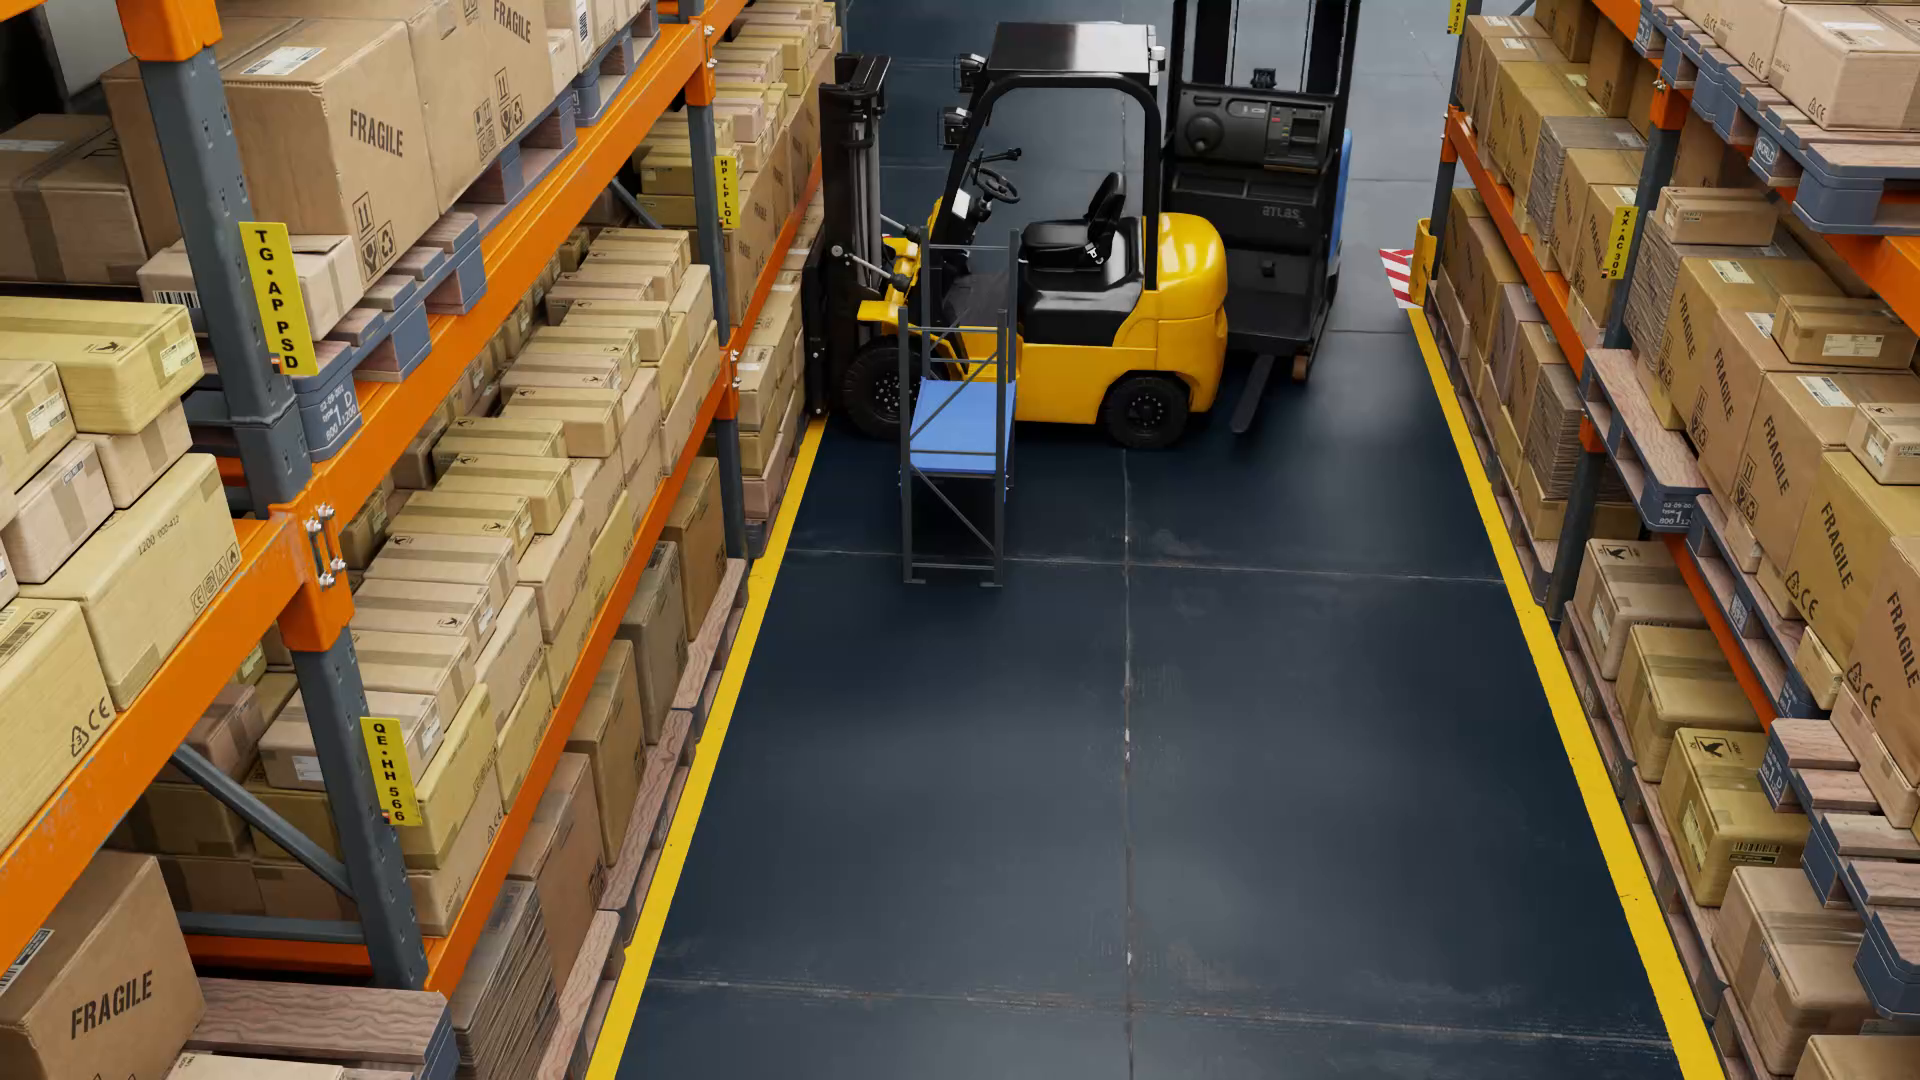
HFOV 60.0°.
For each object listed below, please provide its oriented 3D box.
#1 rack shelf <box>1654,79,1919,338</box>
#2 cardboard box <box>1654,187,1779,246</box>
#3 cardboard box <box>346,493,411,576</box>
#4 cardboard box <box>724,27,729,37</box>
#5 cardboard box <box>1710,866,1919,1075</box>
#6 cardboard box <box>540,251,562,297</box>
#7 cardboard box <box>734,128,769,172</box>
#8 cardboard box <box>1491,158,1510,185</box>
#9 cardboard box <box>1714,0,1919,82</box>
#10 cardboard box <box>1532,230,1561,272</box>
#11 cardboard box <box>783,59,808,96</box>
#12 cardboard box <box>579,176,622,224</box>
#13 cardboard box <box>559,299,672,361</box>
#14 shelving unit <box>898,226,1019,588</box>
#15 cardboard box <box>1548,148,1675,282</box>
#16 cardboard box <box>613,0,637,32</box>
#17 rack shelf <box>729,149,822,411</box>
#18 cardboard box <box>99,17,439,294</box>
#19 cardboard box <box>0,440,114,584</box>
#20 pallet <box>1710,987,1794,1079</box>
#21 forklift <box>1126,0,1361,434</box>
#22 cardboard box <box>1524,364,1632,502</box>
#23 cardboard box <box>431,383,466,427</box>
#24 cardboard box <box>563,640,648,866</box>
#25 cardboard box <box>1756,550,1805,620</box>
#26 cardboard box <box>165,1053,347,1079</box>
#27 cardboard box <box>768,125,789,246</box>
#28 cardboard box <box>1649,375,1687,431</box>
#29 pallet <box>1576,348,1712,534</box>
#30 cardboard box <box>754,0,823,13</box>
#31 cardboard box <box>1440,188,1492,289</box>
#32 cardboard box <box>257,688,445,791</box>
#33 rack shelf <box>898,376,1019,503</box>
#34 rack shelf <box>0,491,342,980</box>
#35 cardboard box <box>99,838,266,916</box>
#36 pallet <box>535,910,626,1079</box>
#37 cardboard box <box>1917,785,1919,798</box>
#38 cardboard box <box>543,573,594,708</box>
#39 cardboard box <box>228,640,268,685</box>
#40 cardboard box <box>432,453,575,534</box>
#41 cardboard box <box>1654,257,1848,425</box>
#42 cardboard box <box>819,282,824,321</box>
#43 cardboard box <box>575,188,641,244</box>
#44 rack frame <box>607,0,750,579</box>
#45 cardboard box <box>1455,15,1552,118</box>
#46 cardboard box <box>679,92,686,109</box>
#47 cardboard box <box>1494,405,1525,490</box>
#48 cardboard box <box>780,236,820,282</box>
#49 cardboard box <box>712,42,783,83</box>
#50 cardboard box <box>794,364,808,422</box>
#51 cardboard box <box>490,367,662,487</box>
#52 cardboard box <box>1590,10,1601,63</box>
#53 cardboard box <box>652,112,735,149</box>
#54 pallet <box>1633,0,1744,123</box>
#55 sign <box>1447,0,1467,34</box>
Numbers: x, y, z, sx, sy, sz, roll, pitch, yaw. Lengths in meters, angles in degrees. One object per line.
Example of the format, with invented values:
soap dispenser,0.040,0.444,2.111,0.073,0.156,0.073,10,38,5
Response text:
rack shelf,3.211,-0.811,5.033,1.077,0.370,4.000,2,32,4
cardboard box,2.983,-1.279,6.569,0.380,0.149,0.250,2,32,4
cardboard box,-2.056,0.071,5.443,0.500,0.250,0.500,2,32,4
cardboard box,-1.586,-3.064,9.865,0.380,0.149,0.250,3,32,4
cardboard box,3.156,1.464,5.619,0.950,0.372,0.625,2,32,3
cardboard box,-1.890,-1.102,6.966,0.380,0.149,0.250,1,32,2
cardboard box,-1.179,-1.969,8.372,0.380,0.149,0.250,3,32,5
cardboard box,3.303,-2.166,9.646,0.380,0.149,0.250,3,32,5
cardboard box,2.886,-1.724,5.572,0.500,0.250,0.500,2,32,3
cardboard box,3.176,-1.491,8.551,0.380,0.149,0.250,2,32,3
cardboard box,-1.077,-2.641,9.463,0.380,0.149,0.250,3,32,4
cardboard box,-1.804,-1.594,7.764,0.380,0.149,0.250,2,32,4
cardboard box,-1.345,-0.822,6.511,0.380,0.149,0.250,2,32,2
shelving unit,0.007,-0.683,8.429,0.538,1.500,1.048,2,32,4
cardboard box,3.197,-1.568,8.056,0.500,0.500,0.500,3,32,6
cardboard box,-1.361,-1.899,5.858,0.380,0.149,0.250,2,32,4
rack shelf,-1.411,-1.835,9.555,1.077,0.370,4.000,2,32,4
cardboard box,-1.598,-0.914,3.923,0.500,0.500,0.500,3,32,4
cardboard box,-1.729,-0.057,2.887,0.380,0.149,0.250,2,32,3
pallet,3.113,1.984,5.329,1.003,0.211,1.213,2,32,4
forklift,1.728,-2.467,9.960,1.130,2.935,3.031,10,33,15
cardboard box,3.154,-0.534,8.263,0.500,0.500,0.500,2,32,3
cardboard box,-1.987,-0.445,5.899,0.380,0.149,0.250,3,32,4
cardboard box,-1.735,0.808,6.443,0.875,0.625,0.625,1,32,2
cardboard box,2.887,0.139,5.505,0.380,0.149,0.250,1,32,2
cardboard box,-1.571,1.284,3.647,0.380,0.149,0.250,3,32,5
cardboard box,-1.211,-1.897,8.874,0.500,0.500,0.500,2,32,3
cardboard box,2.985,-0.552,6.626,0.380,0.149,0.250,3,32,5
pallet,3.167,-0.411,6.740,1.003,0.211,1.213,2,32,4
cardboard box,-1.056,-3.306,10.259,0.380,0.149,0.250,3,32,4
cardboard box,3.357,-1.883,10.451,0.500,0.500,0.500,1,32,2
cardboard box,-1.580,0.523,4.329,0.380,0.149,0.250,3,32,5
rack shelf,0.007,-0.530,8.523,0.538,0.185,1.000,2,32,4
rack shelf,-2.062,1.071,1.980,1.077,0.370,4.000,2,32,4
cardboard box,-2.118,0.814,4.714,0.500,0.250,0.500,2,32,3
pallet,-1.794,1.754,5.703,1.003,0.211,1.213,2,32,4
cardboard box,2.808,0.608,4.125,0.500,0.500,0.500,2,32,3
cardboard box,-1.539,0.305,5.538,0.500,0.250,0.500,1,32,2
cardboard box,-2.165,0.357,4.599,0.380,0.149,0.250,3,32,5
cardboard box,-1.485,-0.152,5.425,0.380,0.149,0.250,3,32,5
cardboard box,3.010,-0.739,6.311,0.500,0.500,0.500,3,32,4
cardboard box,-1.093,-1.347,9.820,0.500,0.250,0.500,2,32,4
cardboard box,-1.807,-1.385,8.043,0.500,0.500,0.500,2,32,4
rack frame,-1.574,-1.096,7.669,1.000,3.000,0.127,2,32,4
cardboard box,3.384,-2.911,10.235,0.500,0.500,0.500,2,32,3
cardboard box,-1.679,-2.400,9.071,0.380,0.149,0.250,1,32,2
cardboard box,3.187,-0.494,8.912,0.500,0.250,0.500,2,32,3
cardboard box,-1.090,-1.571,9.708,0.500,0.250,0.500,2,32,3
cardboard box,-1.186,-2.634,9.168,0.380,0.149,0.250,3,32,5
cardboard box,-1.152,-0.878,9.537,0.500,0.250,0.500,3,32,5
cardboard box,-1.441,-0.441,6.273,0.500,0.250,0.500,3,32,5
cardboard box,3.888,-2.761,9.038,0.700,0.500,0.500,2,32,3
cardboard box,-1.309,-1.970,8.090,0.380,0.149,0.250,2,32,3
pallet,3.217,-1.765,6.074,1.213,0.211,1.003,2,32,4
sign,3.159,-3.369,10.533,0.100,0.325,0.005,2,32,4
